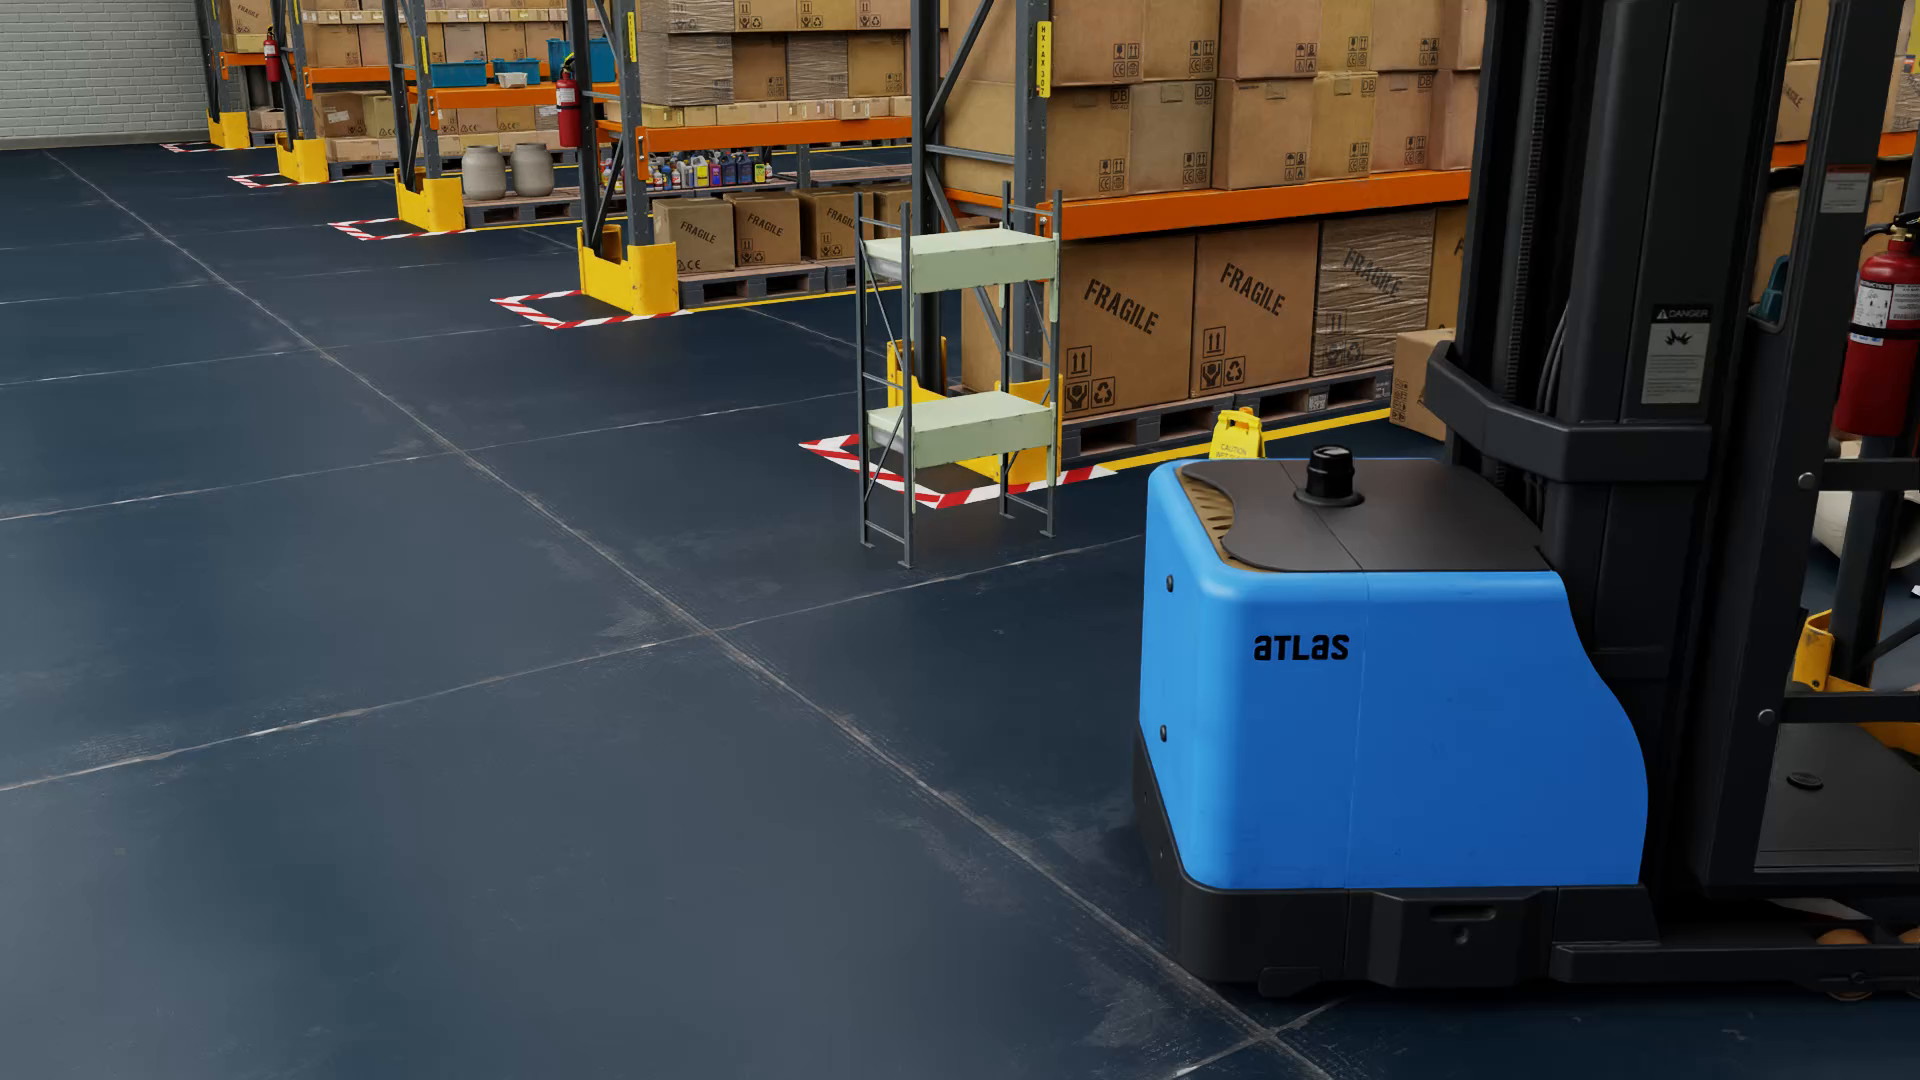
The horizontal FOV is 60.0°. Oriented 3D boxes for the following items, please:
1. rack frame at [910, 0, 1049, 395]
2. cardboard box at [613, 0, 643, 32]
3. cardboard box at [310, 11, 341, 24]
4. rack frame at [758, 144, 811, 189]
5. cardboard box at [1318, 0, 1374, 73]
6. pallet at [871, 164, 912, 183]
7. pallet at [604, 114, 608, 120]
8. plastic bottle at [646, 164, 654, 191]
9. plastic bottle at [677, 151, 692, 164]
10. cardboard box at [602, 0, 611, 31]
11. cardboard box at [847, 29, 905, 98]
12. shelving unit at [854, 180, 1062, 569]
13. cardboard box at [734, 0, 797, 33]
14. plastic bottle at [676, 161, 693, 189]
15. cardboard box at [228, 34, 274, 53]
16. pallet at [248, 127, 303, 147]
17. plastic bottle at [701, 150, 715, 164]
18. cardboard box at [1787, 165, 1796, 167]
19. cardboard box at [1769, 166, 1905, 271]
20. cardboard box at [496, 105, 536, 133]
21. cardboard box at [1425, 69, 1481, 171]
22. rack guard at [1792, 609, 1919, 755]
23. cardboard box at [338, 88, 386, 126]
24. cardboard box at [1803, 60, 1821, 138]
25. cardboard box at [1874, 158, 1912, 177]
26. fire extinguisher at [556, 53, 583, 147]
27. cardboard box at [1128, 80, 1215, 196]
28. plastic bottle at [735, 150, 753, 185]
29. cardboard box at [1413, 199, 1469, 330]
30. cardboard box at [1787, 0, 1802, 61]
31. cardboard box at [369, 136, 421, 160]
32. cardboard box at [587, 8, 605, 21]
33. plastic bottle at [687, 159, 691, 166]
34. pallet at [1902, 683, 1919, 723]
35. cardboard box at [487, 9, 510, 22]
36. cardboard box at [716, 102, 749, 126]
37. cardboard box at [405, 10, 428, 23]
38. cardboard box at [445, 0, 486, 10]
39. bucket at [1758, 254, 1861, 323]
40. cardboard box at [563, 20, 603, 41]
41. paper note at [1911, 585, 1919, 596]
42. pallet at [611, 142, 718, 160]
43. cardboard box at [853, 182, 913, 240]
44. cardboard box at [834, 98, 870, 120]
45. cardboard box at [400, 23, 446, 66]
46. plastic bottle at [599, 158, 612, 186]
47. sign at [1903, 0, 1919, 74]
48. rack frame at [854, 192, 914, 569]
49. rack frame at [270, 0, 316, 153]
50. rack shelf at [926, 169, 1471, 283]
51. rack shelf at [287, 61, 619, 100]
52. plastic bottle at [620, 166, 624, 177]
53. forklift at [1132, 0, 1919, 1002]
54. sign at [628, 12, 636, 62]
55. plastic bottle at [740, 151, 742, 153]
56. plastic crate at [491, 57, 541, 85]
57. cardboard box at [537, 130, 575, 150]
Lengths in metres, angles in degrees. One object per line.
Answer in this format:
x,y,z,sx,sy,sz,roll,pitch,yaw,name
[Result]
0.077,-1.867,8.084,0.127,3.000,1.000,-12,22,-31,rack frame
-2.243,-4.036,12.319,0.500,0.500,0.500,-12,22,-31,cardboard box
-7.565,-6.228,19.814,0.250,0.149,0.380,-12,22,-32,cardboard box
-1.950,-5.241,18.063,0.127,3.000,1.000,-12,22,-31,rack frame
1.730,-2.817,8.972,0.500,0.550,0.875,-12,22,-31,cardboard box
-0.295,-4.285,19.589,1.213,0.211,1.003,-12,22,-31,pallet
-5.729,-6.924,27.395,1.213,0.211,1.003,-12,22,-31,pallet
-3.235,-3.766,17.275,0.097,0.271,0.097,0,19,0,plastic bottle
-3.010,-4.130,18.227,0.185,0.351,0.144,-13,23,-34,plastic bottle
-5.951,-8.448,26.707,0.500,0.500,0.700,-9,21,-24,cardboard box
-0.875,-3.771,13.095,0.500,0.500,0.875,-12,22,-31,cardboard box
-0.006,-0.709,7.001,0.755,1.500,0.431,-12,22,-31,shelving unit
-1.536,-3.984,12.163,0.500,0.500,0.500,-12,22,-31,cardboard box
-2.897,-3.850,17.516,0.135,0.276,0.152,-11,22,-30,plastic bottle
-10.157,-7.126,23.841,0.500,0.250,0.500,-13,22,-33,cardboard box
-9.978,-6.012,24.699,1.213,0.211,1.003,-12,22,-31,pallet
-2.773,-4.125,18.211,0.185,0.351,0.144,-12,22,-31,plastic bottle
9.546,-4.928,19.799,0.875,0.875,0.875,-12,22,-31,cardboard box
6.200,-2.326,12.299,0.750,0.750,1.050,-12,22,-32,cardboard box
-5.778,-5.504,21.308,0.500,0.500,0.500,-12,22,-31,cardboard box
2.669,-2.471,9.638,0.550,0.550,0.875,-12,22,-31,cardboard box
2.947,0.610,4.660,0.348,0.500,1.175,-12,22,-31,rack guard
-8.996,-6.525,25.076,0.500,0.500,0.700,-14,23,-35,cardboard box
5.695,-2.997,11.269,0.500,0.500,0.500,-12,22,-32,cardboard box
7.185,-2.837,13.028,0.500,0.250,0.500,-13,22,-33,cardboard box
-2.916,-3.278,12.378,0.183,0.674,0.296,-12,22,-31,fire extinguisher
0.809,-2.118,8.593,0.550,0.550,0.875,-12,22,-31,cardboard box
-2.329,-4.004,17.854,0.185,0.351,0.144,-13,22,-33,plastic bottle
2.854,-1.672,10.168,0.875,0.875,0.875,-12,22,-31,cardboard box
5.102,-3.450,11.049,0.500,0.500,0.700,-12,22,-32,cardboard box
-7.026,-4.882,20.640,0.500,0.250,0.500,-12,22,-31,cardboard box
-4.780,-6.816,21.553,0.250,0.149,0.380,-12,22,-31,cardboard box
-2.837,-3.904,17.664,0.133,0.283,0.061,-12,22,-31,plastic bottle
3.645,0.613,5.101,1.213,0.211,1.003,-12,22,-31,pallet
-5.842,-6.593,20.893,0.250,0.149,0.380,-11,22,-30,cardboard box
-1.761,-3.158,12.294,0.250,0.149,0.380,-12,22,-31,cardboard box
-6.704,-6.410,20.354,0.250,0.149,0.380,-13,23,-33,cardboard box
-6.295,-6.883,20.740,0.500,0.500,0.700,-12,22,-31,cardboard box
4.572,-1.100,8.554,0.620,0.611,0.726,5,17,-16,bucket
-5.038,-6.534,21.732,0.500,0.500,0.700,-13,22,-33,cardboard box
3.855,0.206,6.589,0.142,0.019,0.148,13,23,34,paper note
-4.077,-5.386,22.846,1.213,0.211,1.003,-12,22,-31,pallet
-0.531,-2.638,13.611,0.500,0.500,0.500,-14,23,-36,cardboard box
-0.891,-3.317,12.765,0.250,0.149,0.380,-12,22,-31,cardboard box
-6.761,-6.168,20.649,0.500,0.500,0.700,-12,22,-31,cardboard box
-3.772,-3.932,17.758,0.135,0.276,0.152,-12,22,-31,plastic bottle
2.595,-1.411,4.433,0.005,0.325,0.100,-12,22,-31,sign
-0.311,-0.645,6.810,0.023,1.500,0.400,-12,22,-31,rack frame
-8.012,-5.862,19.900,0.127,3.000,1.000,-12,22,-31,rack frame
1.747,-1.878,9.241,4.000,0.370,1.077,-12,22,-31,rack shelf
-6.341,-5.873,21.057,4.000,0.370,1.077,-12,22,-31,rack shelf
-3.572,-3.891,17.754,0.097,0.201,0.097,0,19,0,plastic bottle
2.025,-0.455,4.014,3.031,2.935,1.130,-1,19,-1,forklift
-2.268,-3.476,11.493,0.005,0.325,0.100,-12,22,-31,sign
-2.457,-4.218,18.611,0.097,0.271,0.097,0,19,0,plastic bottle
-4.492,-4.747,16.834,0.408,0.251,0.499,-12,22,-31,plastic crate
-5.361,-5.237,21.690,0.500,0.250,0.500,-12,22,-31,cardboard box
